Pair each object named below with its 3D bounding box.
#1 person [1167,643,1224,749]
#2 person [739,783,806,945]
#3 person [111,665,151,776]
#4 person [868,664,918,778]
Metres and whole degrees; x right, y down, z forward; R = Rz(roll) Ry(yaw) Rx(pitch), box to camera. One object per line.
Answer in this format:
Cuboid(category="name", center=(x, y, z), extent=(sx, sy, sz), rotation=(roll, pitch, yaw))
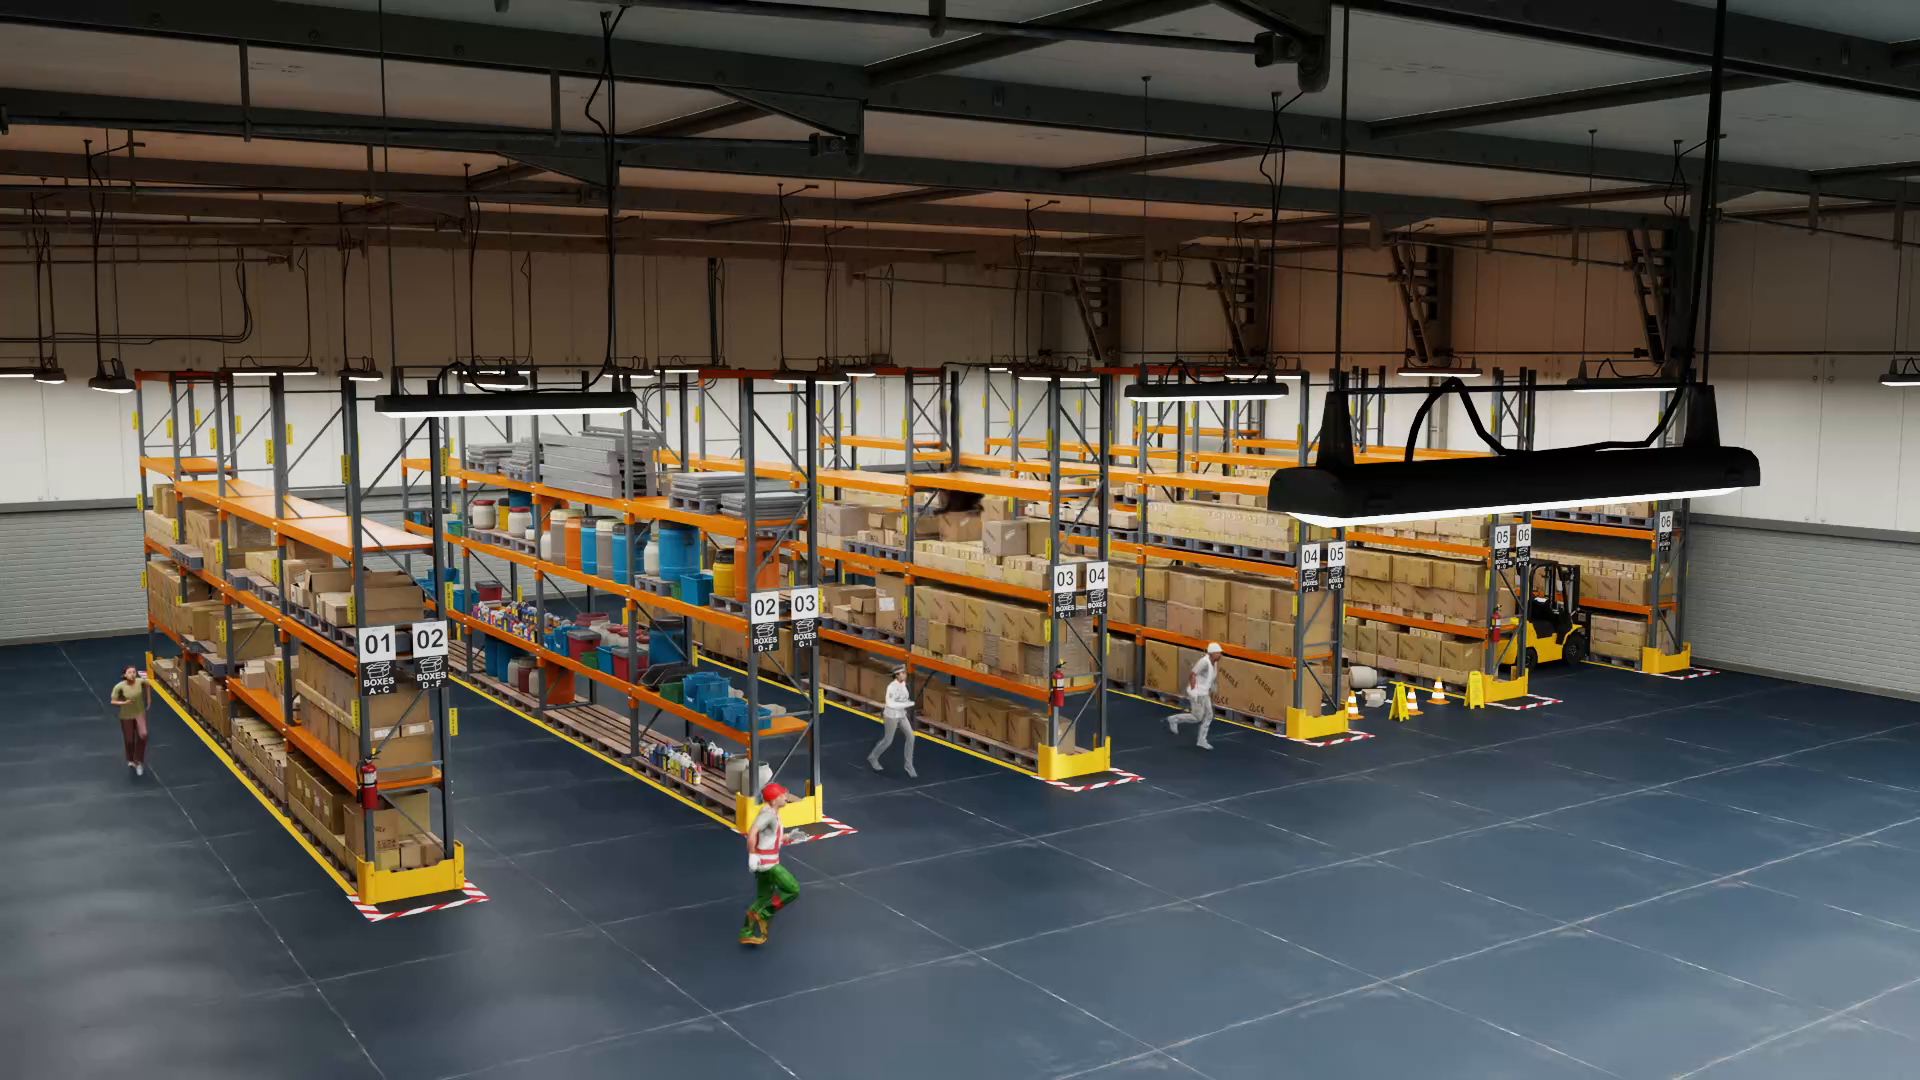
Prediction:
Cuboid(category="person", center=(3.796, 2.487, 26.770), extent=(0.903, 1.721, 0.681), rotation=(2, 7, 21))
Cuboid(category="person", center=(-2.001, 3.444, 17.737), extent=(0.738, 1.703, 0.708), rotation=(-1, 7, -9))
Cuboid(category="person", center=(-12.467, 2.686, 25.046), extent=(0.600, 1.673, 0.802), rotation=(-5, 8, -39))
Cuboid(category="person", center=(-1.007, 2.691, 24.945), extent=(0.876, 1.731, 0.637), rotation=(3, 7, 28))
